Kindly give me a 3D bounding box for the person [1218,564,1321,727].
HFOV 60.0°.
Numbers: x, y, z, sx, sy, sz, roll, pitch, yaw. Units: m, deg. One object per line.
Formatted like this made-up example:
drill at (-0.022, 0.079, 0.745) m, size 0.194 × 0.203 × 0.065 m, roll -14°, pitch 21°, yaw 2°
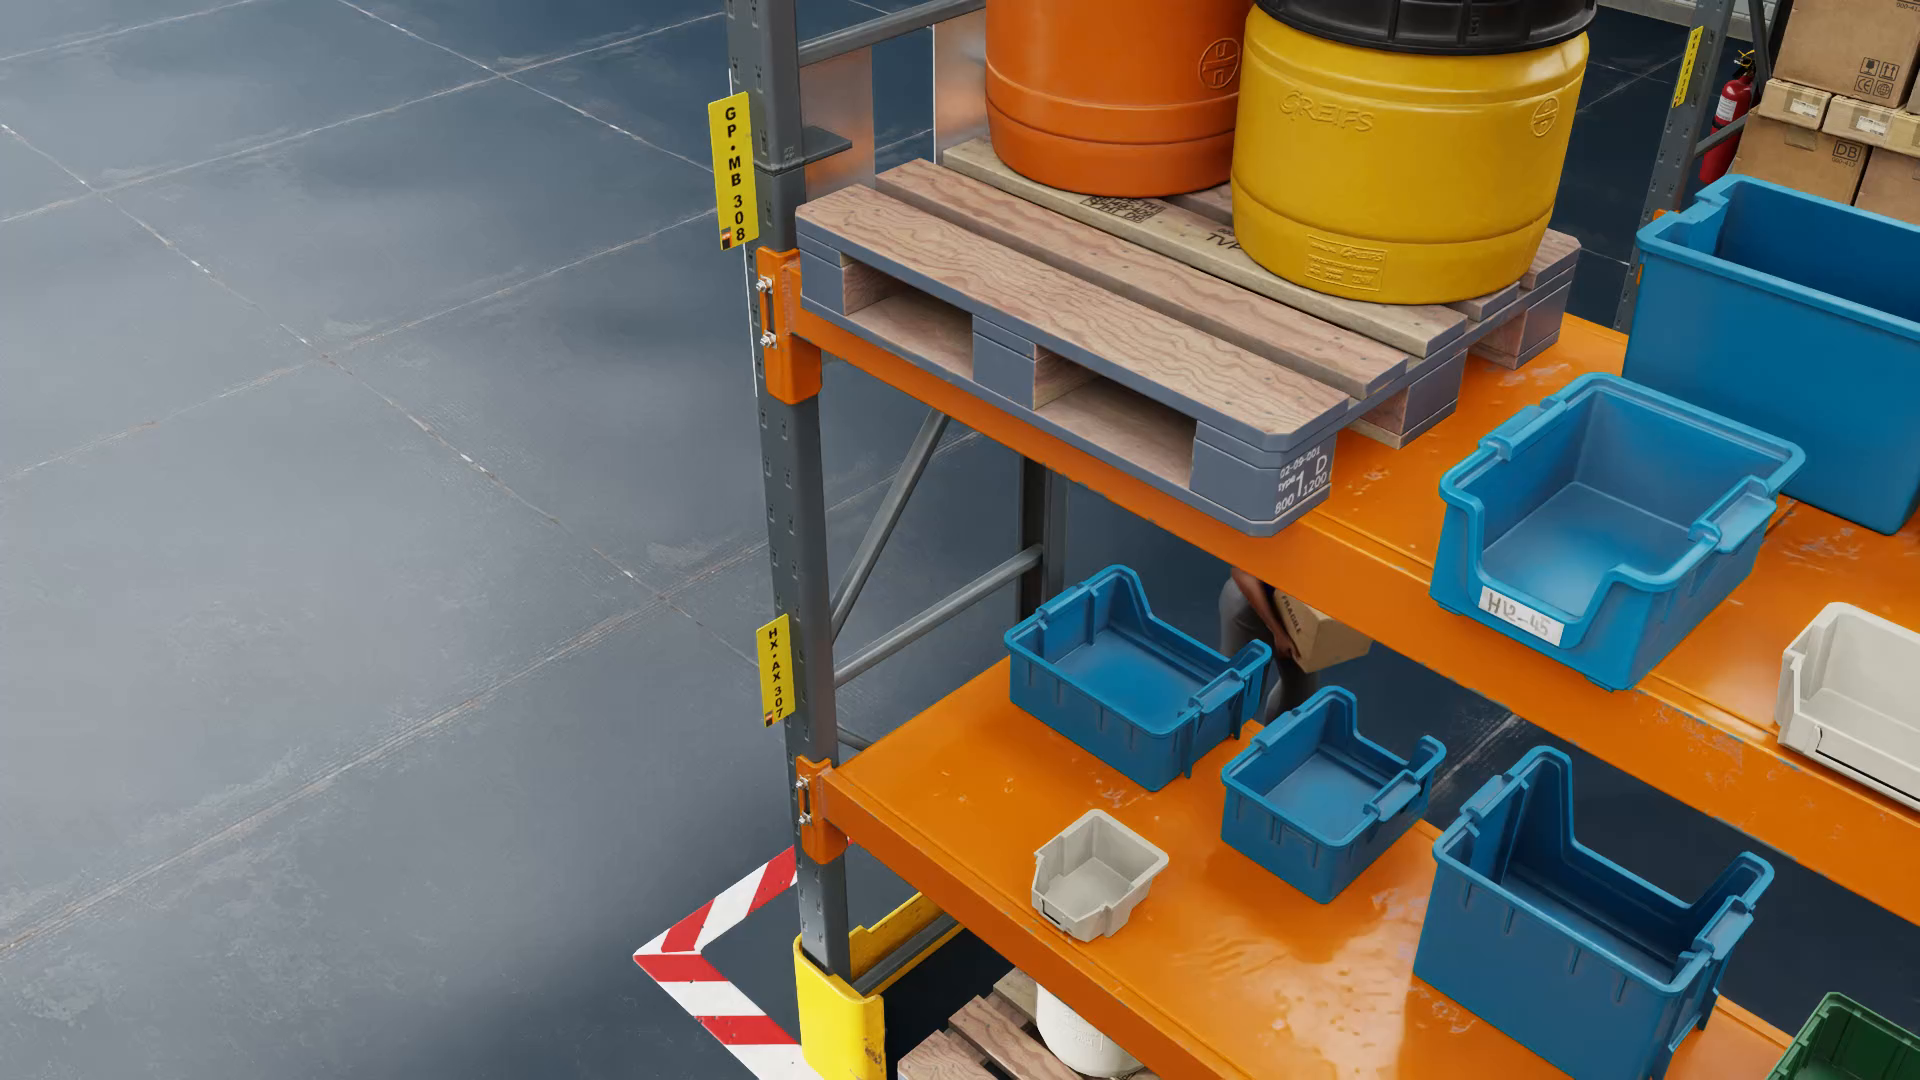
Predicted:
person at (1.135, 0.289, 5.757) m, size 0.451 × 1.651 × 0.515 m, roll -15°, pitch 38°, yaw -20°
